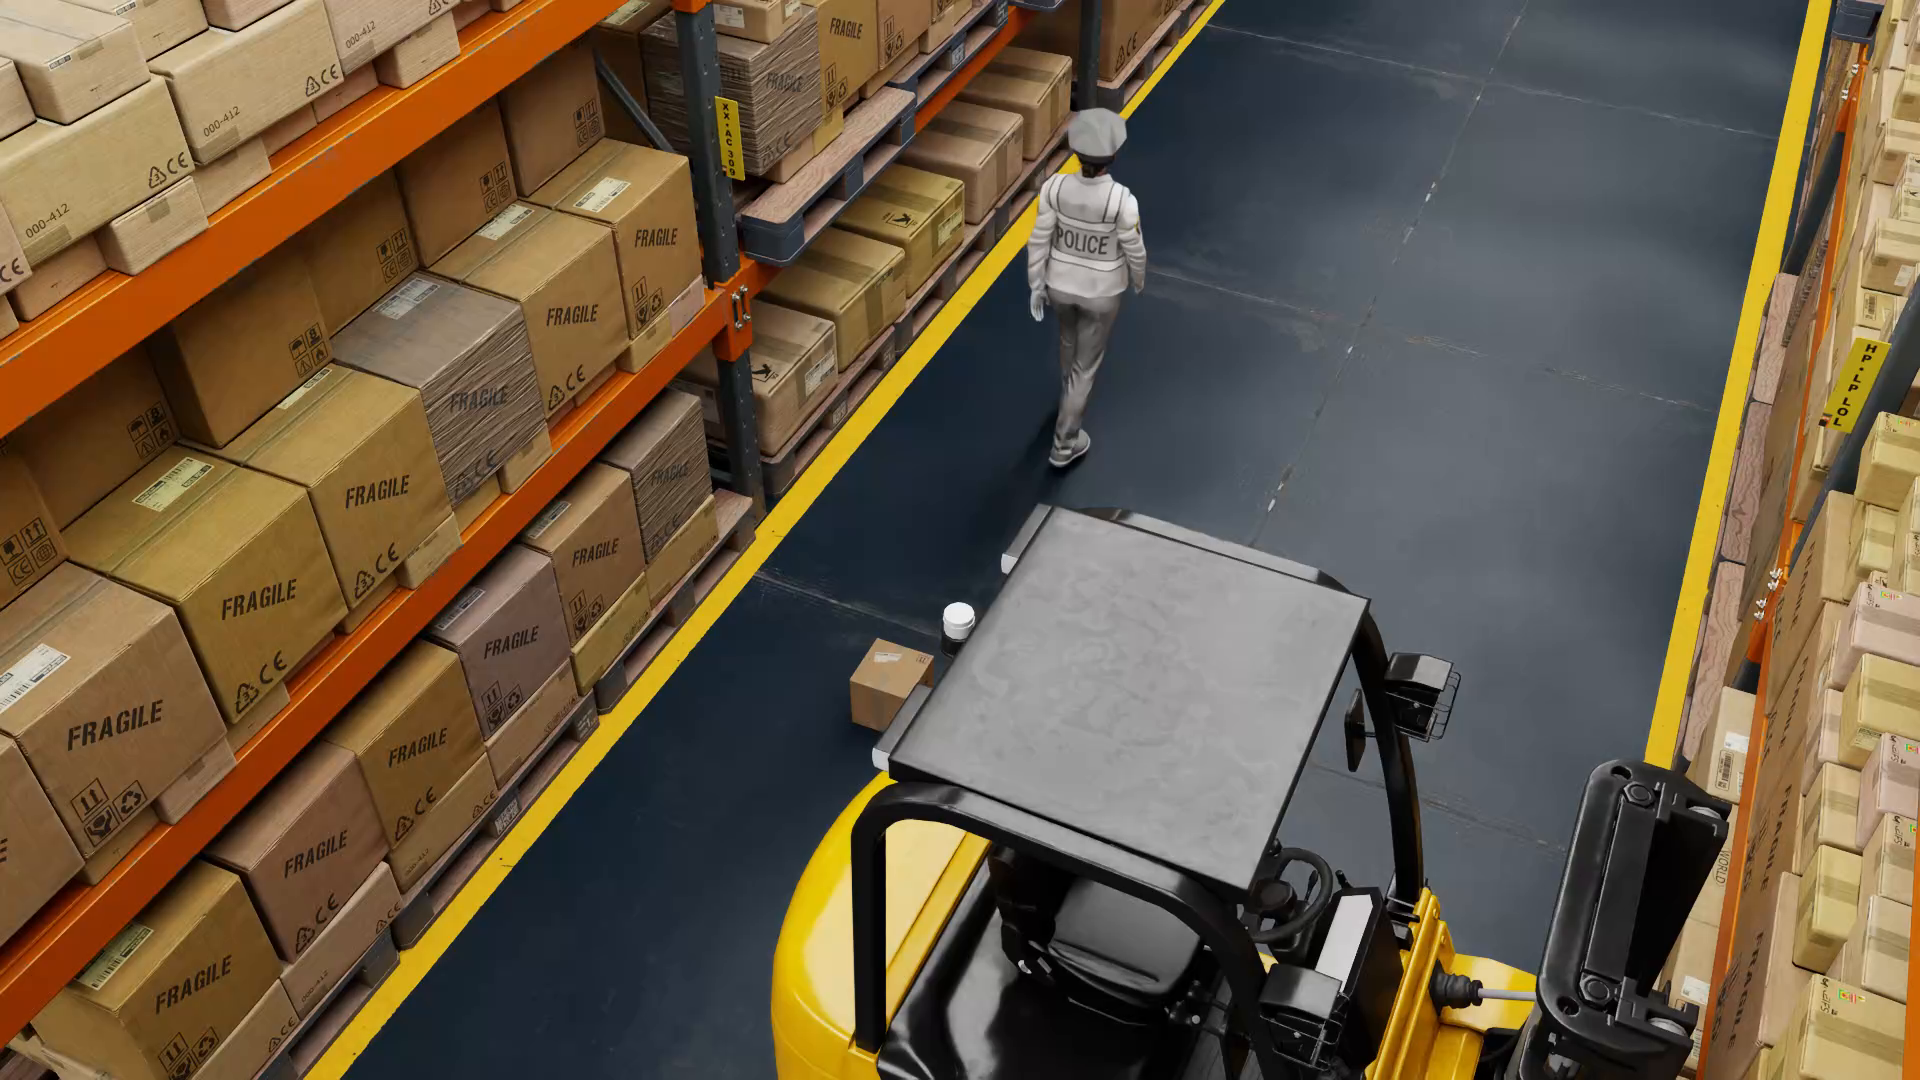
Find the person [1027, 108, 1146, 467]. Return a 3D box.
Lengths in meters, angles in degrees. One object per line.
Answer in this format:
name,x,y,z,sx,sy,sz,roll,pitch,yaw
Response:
person,0.583,-1.139,7.452,0.500,1.722,0.724,18,45,19
